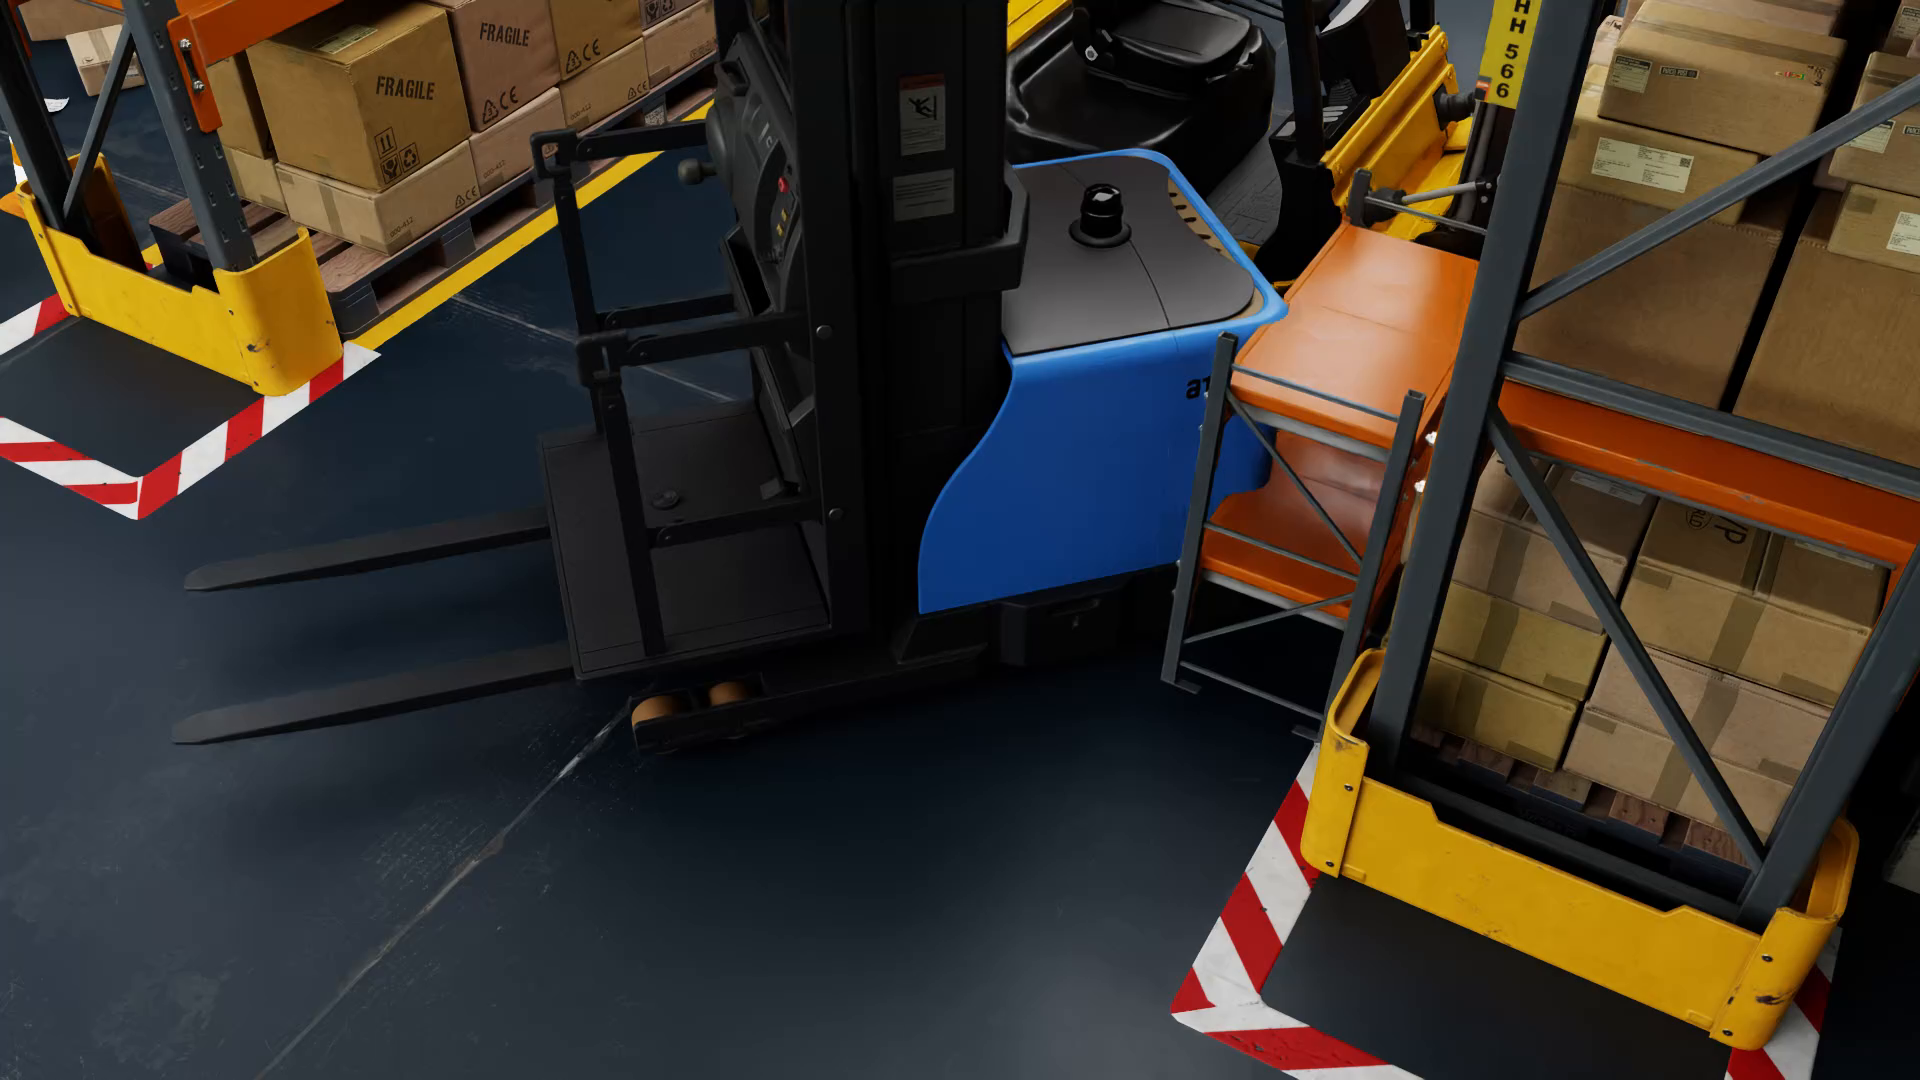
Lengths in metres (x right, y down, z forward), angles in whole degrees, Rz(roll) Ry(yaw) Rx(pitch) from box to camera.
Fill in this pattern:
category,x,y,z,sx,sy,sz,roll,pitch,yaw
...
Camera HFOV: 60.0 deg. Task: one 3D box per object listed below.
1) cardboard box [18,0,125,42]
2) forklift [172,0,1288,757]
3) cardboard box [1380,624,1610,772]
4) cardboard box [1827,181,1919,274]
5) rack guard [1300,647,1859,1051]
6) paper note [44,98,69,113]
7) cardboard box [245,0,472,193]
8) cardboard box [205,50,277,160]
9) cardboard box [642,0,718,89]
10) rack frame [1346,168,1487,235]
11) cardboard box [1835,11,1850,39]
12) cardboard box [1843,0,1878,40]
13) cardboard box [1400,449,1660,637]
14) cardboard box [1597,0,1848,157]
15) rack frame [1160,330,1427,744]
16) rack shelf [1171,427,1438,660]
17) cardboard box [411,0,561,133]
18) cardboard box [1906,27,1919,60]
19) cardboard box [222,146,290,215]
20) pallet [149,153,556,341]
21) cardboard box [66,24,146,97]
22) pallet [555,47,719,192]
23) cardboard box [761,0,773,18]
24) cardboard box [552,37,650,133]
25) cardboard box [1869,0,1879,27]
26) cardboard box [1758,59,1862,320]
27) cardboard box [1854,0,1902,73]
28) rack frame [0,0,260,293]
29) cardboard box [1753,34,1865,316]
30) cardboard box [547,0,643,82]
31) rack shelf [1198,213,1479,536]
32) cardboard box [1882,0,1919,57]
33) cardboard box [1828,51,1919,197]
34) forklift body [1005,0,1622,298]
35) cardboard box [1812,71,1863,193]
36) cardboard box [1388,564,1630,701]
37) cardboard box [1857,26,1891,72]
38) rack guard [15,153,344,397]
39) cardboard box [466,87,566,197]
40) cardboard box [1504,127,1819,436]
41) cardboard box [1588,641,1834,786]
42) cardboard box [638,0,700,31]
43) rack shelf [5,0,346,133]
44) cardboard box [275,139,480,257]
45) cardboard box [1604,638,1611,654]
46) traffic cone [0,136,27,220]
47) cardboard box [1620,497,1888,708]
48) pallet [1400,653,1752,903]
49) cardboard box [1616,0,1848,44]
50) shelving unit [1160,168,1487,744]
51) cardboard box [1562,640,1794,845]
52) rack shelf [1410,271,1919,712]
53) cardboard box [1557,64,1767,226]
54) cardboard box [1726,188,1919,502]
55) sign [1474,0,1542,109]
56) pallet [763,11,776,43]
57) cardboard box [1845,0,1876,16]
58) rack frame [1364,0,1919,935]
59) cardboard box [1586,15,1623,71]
category,x,y,z,sx,sy,sz,roll,pitch,yaw
cardboard box,-4.146,-2.765,8.008,0.797,0.503,0.637,-7,42,-7
forklift,-0.688,-0.901,4.056,3.031,2.935,1.130,-11,43,-12
cardboard box,1.428,0.281,4.424,0.500,0.250,0.500,21,46,22
cardboard box,1.860,-0.609,3.105,0.380,0.149,0.250,20,45,21
rack guard,1.454,0.732,4.040,1.175,0.500,0.348,21,45,22
paper note,-4.084,-1.944,7.434,0.148,0.019,0.142,7,42,8
cardboard box,-2.179,-1.650,6.049,0.500,0.500,0.500,19,45,21
cardboard box,-2.658,-1.811,6.232,0.500,0.500,0.500,21,46,22
cardboard box,-1.411,-2.249,7.297,0.500,0.250,0.500,22,46,23
rack frame,1.300,-0.515,4.911,0.500,1.125,0.032,21,42,21
cardboard box,1.816,-1.214,3.792,0.380,0.149,0.250,21,45,22
cardboard box,2.009,-1.213,4.282,0.500,0.500,0.500,20,45,21
cardboard box,1.426,-0.087,4.086,0.500,0.250,0.500,22,46,23
cardboard box,1.463,-0.887,3.196,0.380,0.149,0.250,21,46,22
rack frame,0.809,0.030,4.206,0.500,1.125,0.032,21,42,21
rack shelf,1.044,-0.053,4.712,0.538,0.278,1.000,21,42,21
cardboard box,-1.921,-1.951,6.391,0.500,0.500,0.500,19,45,21
cardboard box,2.006,-0.865,3.171,0.380,0.149,0.250,22,46,23
cardboard box,-2.650,-1.550,6.503,0.500,0.250,0.500,21,45,22
pallet,-2.358,-1.309,6.577,1.003,0.211,1.213,21,45,22
cardboard box,-3.927,-2.207,7.643,0.250,0.149,0.380,-21,45,-22
pallet,-1.747,-2.005,7.367,1.003,0.211,1.213,21,45,22
cardboard box,-1.153,-2.538,7.625,0.500,0.250,0.500,20,45,21
cardboard box,-1.666,-1.961,6.970,0.500,0.250,0.500,24,47,25
cardboard box,2.521,-1.785,4.931,0.500,0.500,0.500,20,45,22
cardboard box,2.196,-0.754,3.761,0.500,0.500,0.500,22,46,23
cardboard box,2.444,-1.043,4.090,0.500,0.500,0.500,20,45,22
rack frame,-2.833,-1.859,5.091,1.000,3.000,0.127,21,45,22
cardboard box,1.753,-0.919,3.949,0.500,0.500,0.500,22,46,23
cardboard box,-1.663,-2.235,6.714,0.500,0.500,0.500,22,46,23
rack shelf,1.068,-0.469,4.374,0.538,0.278,1.000,21,42,21
cardboard box,2.099,-1.028,3.356,0.380,0.149,0.250,22,46,23
cardboard box,1.819,-0.734,3.022,0.380,0.149,0.250,20,45,21
forklift body,0.835,-1.589,5.427,2.313,2.155,1.214,21,45,22
cardboard box,1.929,-0.771,3.290,0.380,0.149,0.250,21,45,22
cardboard box,1.439,0.085,4.268,0.500,0.250,0.500,20,45,22
cardboard box,2.061,-0.914,3.452,0.380,0.149,0.250,20,45,21
rack guard,-2.795,-0.964,5.967,1.175,0.500,0.348,21,45,22
cardboard box,-1.928,-1.644,6.610,0.500,0.250,0.500,23,46,24
cardboard box,1.485,-0.626,3.615,0.500,0.500,0.500,20,45,21
cardboard box,1.881,0.267,4.062,0.500,0.250,0.500,22,46,23
cardboard box,-1.403,-2.544,7.064,0.500,0.500,0.500,23,46,24
rack shelf,-1.833,-2.733,6.629,1.077,0.370,4.000,21,45,22
cardboard box,-2.190,-1.355,6.282,0.500,0.250,0.500,21,45,22
cardboard box,1.685,0.000,4.743,0.500,0.250,0.500,21,45,22
traffic cone,-3.735,-1.580,6.694,0.336,0.463,0.334,21,45,22
cardboard box,1.870,0.067,3.910,0.500,0.250,0.500,20,45,21
pallet,1.812,0.375,4.664,1.003,0.211,1.213,21,45,22
cardboard box,1.559,-1.038,3.368,0.380,0.149,0.250,21,46,22
shelving unit,1.055,-0.243,4.558,0.538,1.125,1.048,21,42,21
cardboard box,1.881,0.438,4.245,0.500,0.250,0.500,21,46,22
rack shelf,2.467,-1.094,4.767,1.077,0.370,4.000,21,45,22
cardboard box,1.397,-0.792,3.313,0.380,0.149,0.250,22,46,23
cardboard box,1.954,-0.449,3.414,0.500,0.500,0.500,22,46,23
sign,1.003,-0.930,2.982,0.100,0.325,0.005,21,45,22
pallet,-1.137,-2.705,8.162,1.003,0.211,1.213,21,45,22
cardboard box,1.856,-1.315,3.682,0.380,0.149,0.250,21,46,22
rack frame,1.466,-0.220,3.230,1.000,3.000,0.127,21,45,22
cardboard box,1.499,-0.948,3.490,0.380,0.149,0.250,22,46,23
